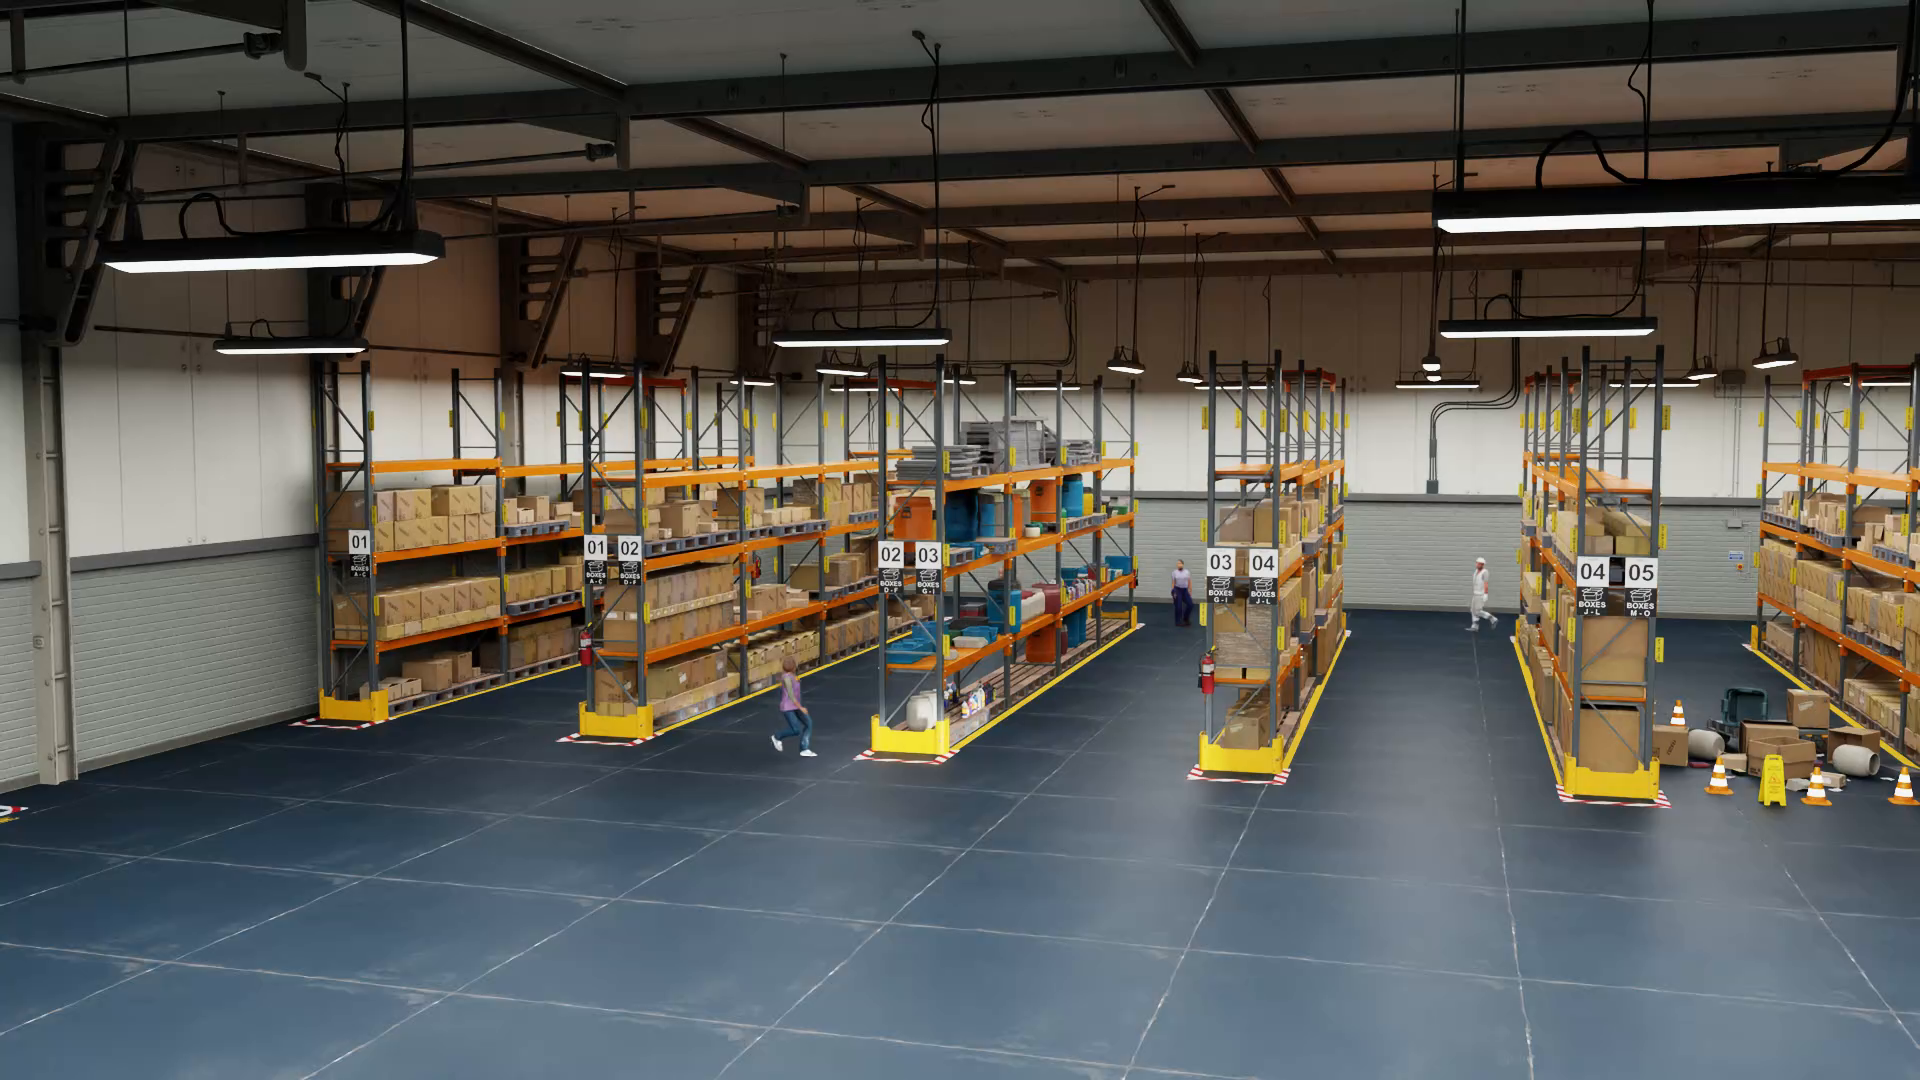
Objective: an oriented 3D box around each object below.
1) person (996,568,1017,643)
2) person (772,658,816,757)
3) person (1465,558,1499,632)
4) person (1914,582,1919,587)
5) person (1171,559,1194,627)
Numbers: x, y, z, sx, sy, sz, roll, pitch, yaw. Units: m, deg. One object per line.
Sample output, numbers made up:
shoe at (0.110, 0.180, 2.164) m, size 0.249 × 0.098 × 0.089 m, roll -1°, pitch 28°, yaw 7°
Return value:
person at (0.940, 1.497, 36.710) m, size 0.675 × 1.761 × 0.958 m, roll 3°, pitch 5°, yaw 33°
person at (-2.473, 2.498, 24.891) m, size 0.725 × 1.468 × 0.449 m, roll 1°, pitch 4°, yaw 19°
person at (12.351, 1.302, 39.302) m, size 0.748 × 1.775 × 0.600 m, roll 1°, pitch 4°, yaw 12°
person at (21.468, 1.469, 37.179) m, size 0.987 × 1.750 × 0.590 m, roll 1°, pitch 4°, yaw 9°
person at (5.416, 1.299, 40.361) m, size 0.520 × 1.651 × 0.443 m, roll -2°, pitch 4°, yaw -23°
